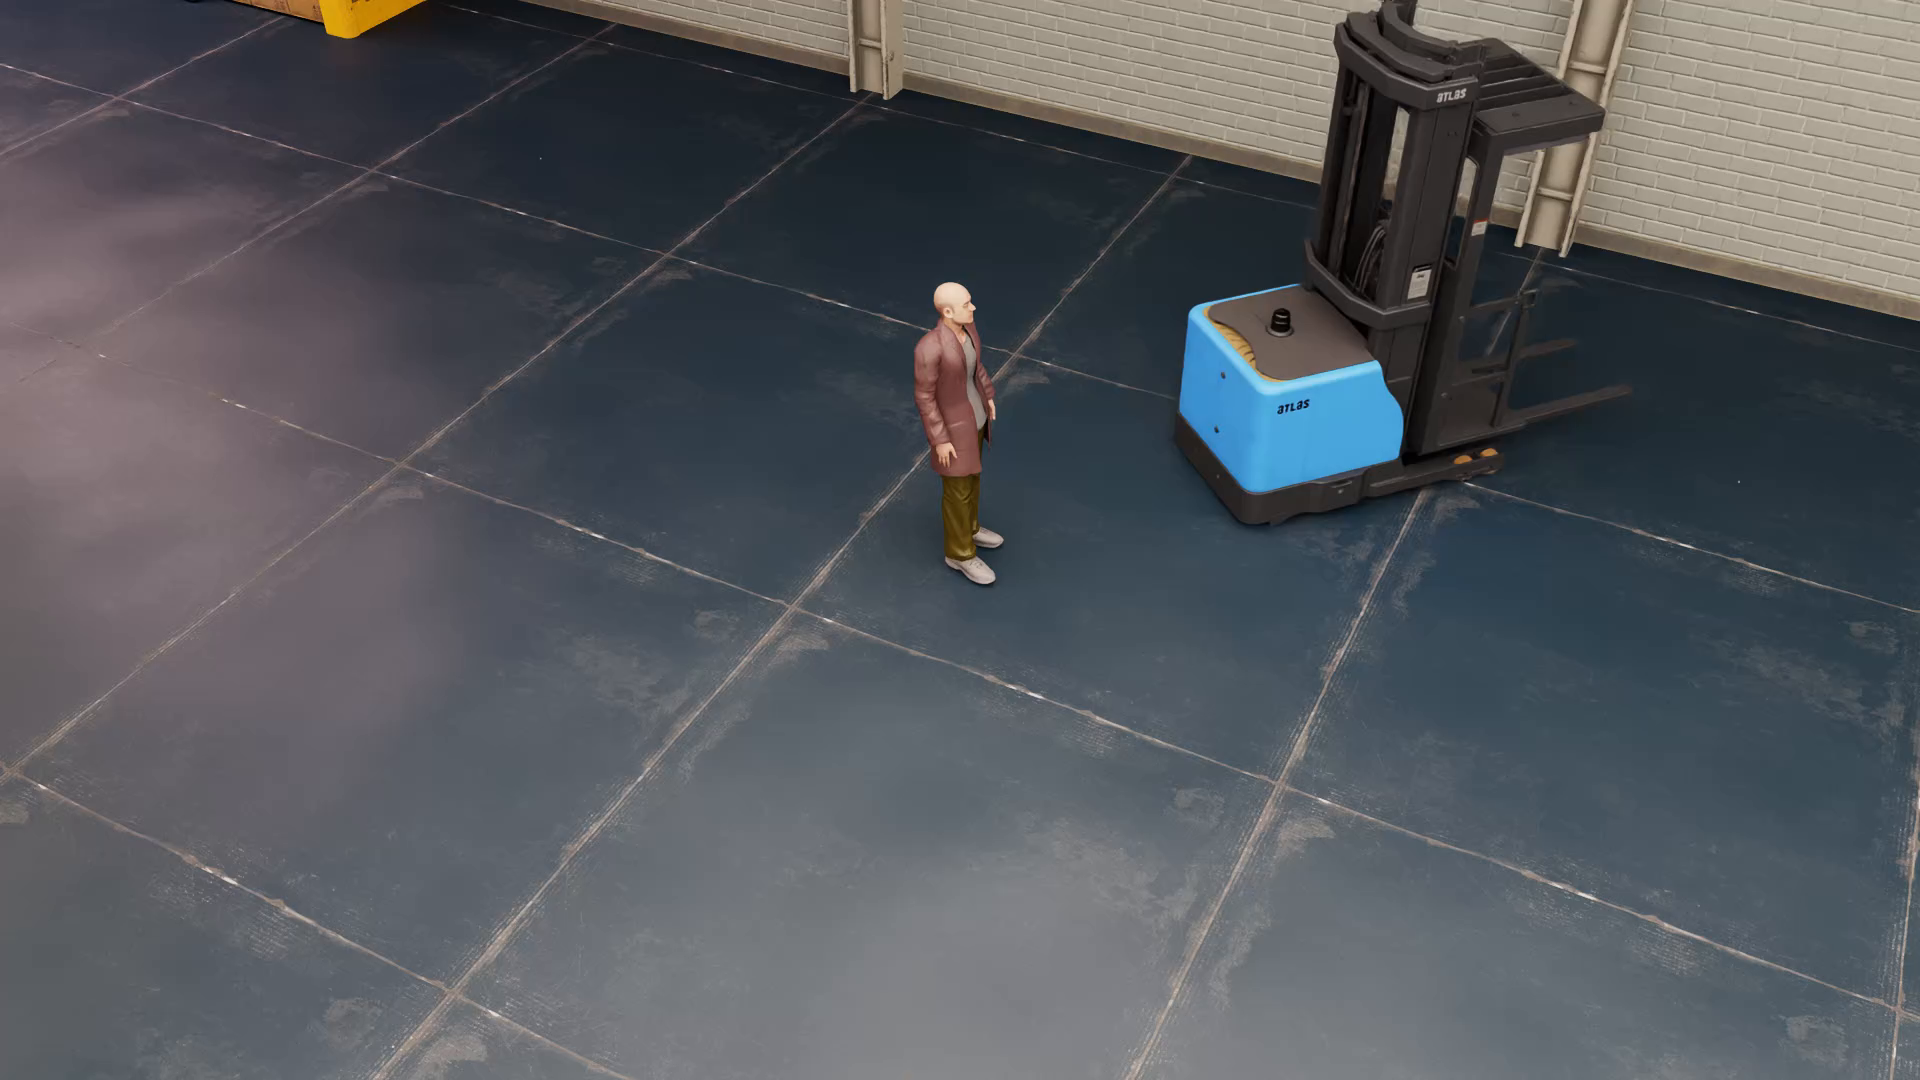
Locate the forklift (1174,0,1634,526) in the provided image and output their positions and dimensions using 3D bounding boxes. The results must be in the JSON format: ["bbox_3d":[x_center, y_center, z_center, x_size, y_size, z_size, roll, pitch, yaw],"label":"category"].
[{"bbox_3d":[2.976,-1.805,10.130,3.031,2.935,1.130,-14,42,-16],"label":"forklift"}]

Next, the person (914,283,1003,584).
[{"bbox_3d":[0.080,-0.656,9.650,0.579,1.778,0.696,18,43,21],"label":"person"}]
